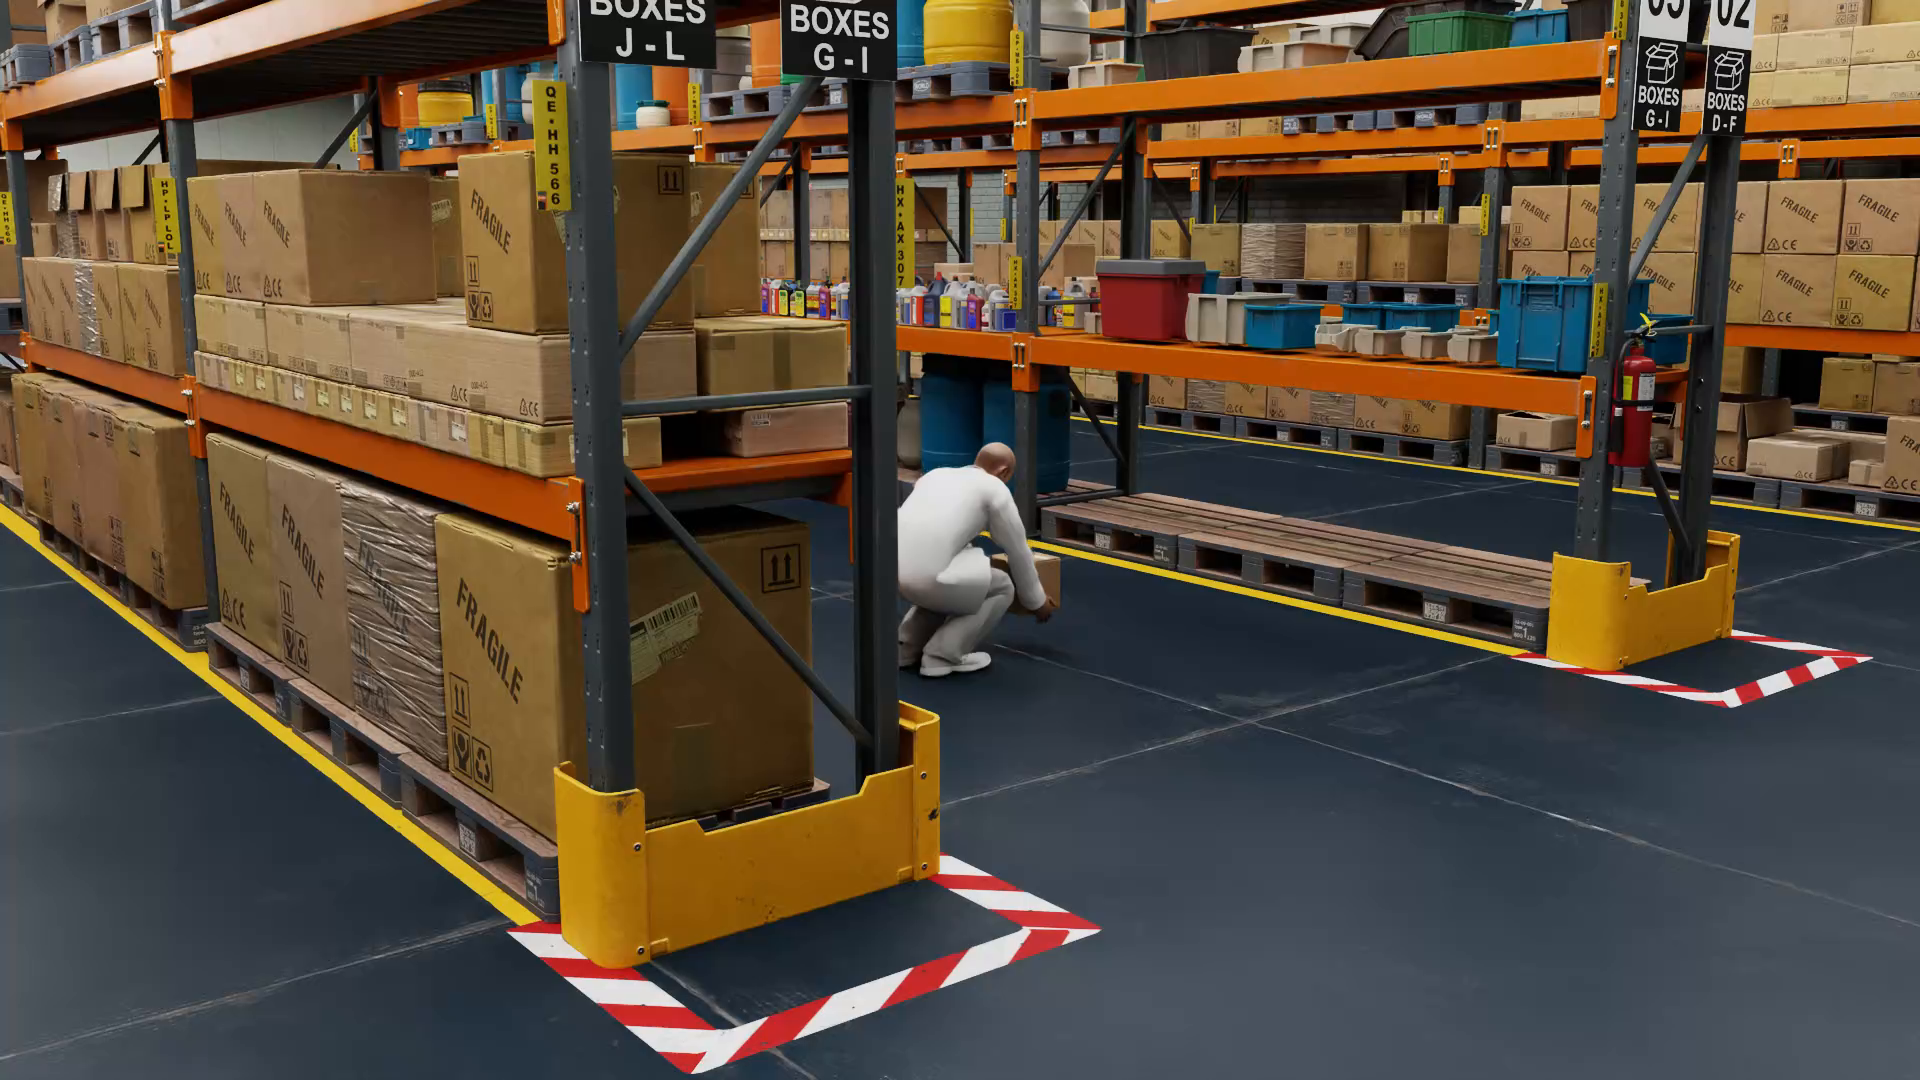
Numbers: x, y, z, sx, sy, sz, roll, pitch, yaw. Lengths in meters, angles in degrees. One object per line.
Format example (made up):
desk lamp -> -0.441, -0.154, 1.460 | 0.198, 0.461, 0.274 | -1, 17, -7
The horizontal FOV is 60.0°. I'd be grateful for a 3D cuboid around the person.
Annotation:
person -> -0.004, 0.072, 7.675 | 0.917, 1.002, 0.611 | -8, 14, -38
